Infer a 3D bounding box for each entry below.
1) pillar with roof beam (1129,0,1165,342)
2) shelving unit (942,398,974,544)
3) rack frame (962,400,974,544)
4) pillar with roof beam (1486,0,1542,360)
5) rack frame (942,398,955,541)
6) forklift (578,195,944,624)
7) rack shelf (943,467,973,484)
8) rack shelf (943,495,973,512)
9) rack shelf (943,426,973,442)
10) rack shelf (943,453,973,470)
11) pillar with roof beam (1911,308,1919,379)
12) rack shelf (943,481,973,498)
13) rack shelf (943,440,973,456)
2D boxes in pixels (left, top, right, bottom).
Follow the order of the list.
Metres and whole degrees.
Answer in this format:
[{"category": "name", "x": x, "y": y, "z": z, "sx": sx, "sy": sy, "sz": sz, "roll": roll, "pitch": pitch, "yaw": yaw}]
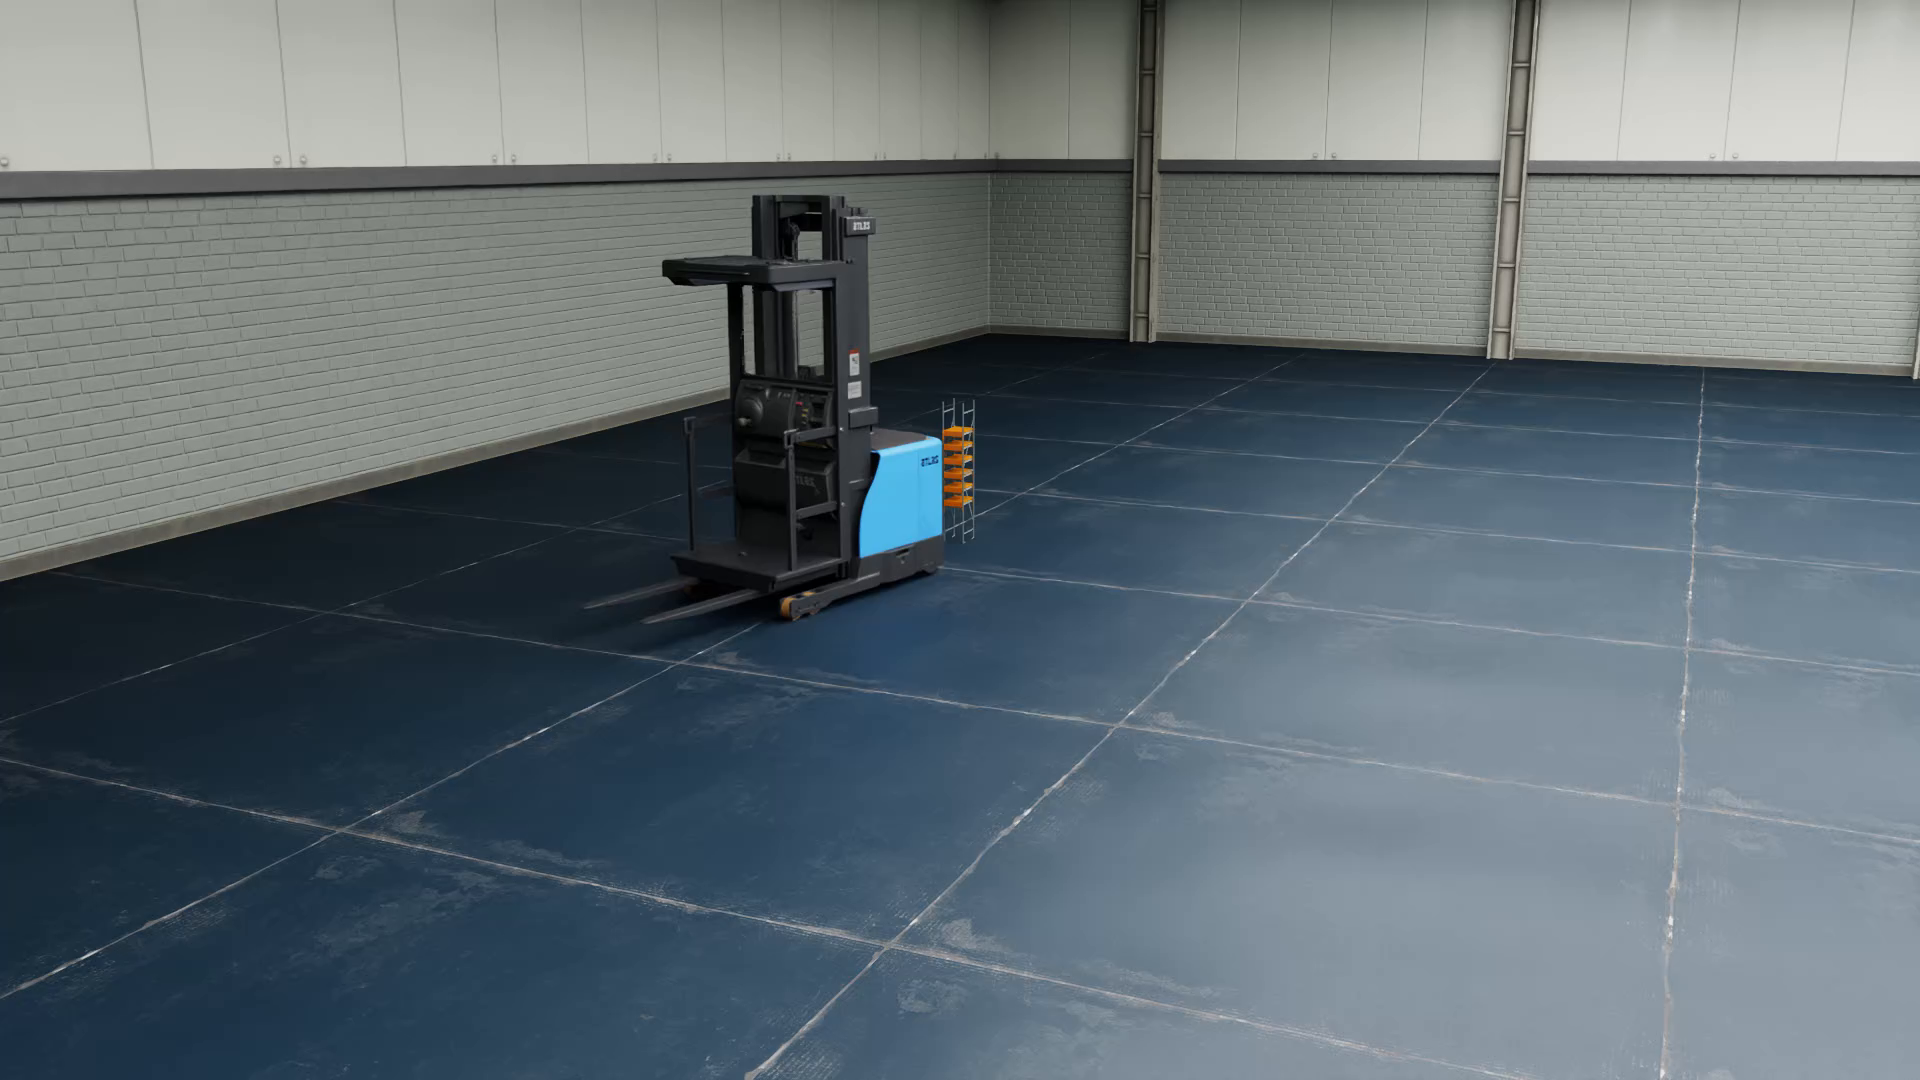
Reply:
[{"category": "pillar with roof beam", "x": 1.456, "y": -6.964, "z": 24.235, "sx": 0.400, "sy": 9.000, "sz": 9.100, "roll": 6, "pitch": 14, "yaw": 23}, {"category": "shelving unit", "x": -0.013, "y": -0.585, "z": 14.123, "sx": 0.189, "sy": 1.200, "sz": 0.258, "roll": 6, "pitch": 14, "yaw": 23}, {"category": "rack frame", "x": 0.070, "y": -0.577, "z": 14.087, "sx": 0.006, "sy": 1.200, "sz": 0.240, "roll": 6, "pitch": 14, "yaw": 23}, {"category": "pillar with roof beam", "x": 6.942, "y": -6.409, "z": 21.869, "sx": 0.400, "sy": 9.000, "sz": 9.100, "roll": 6, "pitch": 14, "yaw": 23}, {"category": "rack frame", "x": -0.097, "y": -0.594, "z": 14.160, "sx": 0.006, "sy": 1.200, "sz": 0.240, "roll": 6, "pitch": 14, "yaw": 23}, {"category": "forklift", "x": -1.419, "y": -0.981, "z": 12.018, "sx": 1.130, "sy": 2.935, "sz": 3.031, "roll": 10, "pitch": 16, "yaw": 36}, {"category": "rack shelf", "x": -0.013, "y": -0.542, "z": 14.134, "sx": 0.180, "sy": 0.103, "sz": 0.258, "roll": 6, "pitch": 14, "yaw": 23}, {"category": "rack shelf", "x": -0.013, "y": -0.309, "z": 14.188, "sx": 0.180, "sy": 0.103, "sz": 0.258, "roll": 6, "pitch": 14, "yaw": 23}, {"category": "rack shelf", "x": -0.013, "y": -0.893, "z": 14.051, "sx": 0.180, "sy": 0.103, "sz": 0.258, "roll": 6, "pitch": 14, "yaw": 23}, {"category": "rack shelf", "x": -0.013, "y": -0.659, "z": 14.106, "sx": 0.180, "sy": 0.103, "sz": 0.258, "roll": 6, "pitch": 14, "yaw": 23}, {"category": "pillar with roof beam", "x": 12.427, "y": -5.854, "z": 19.503, "sx": 0.400, "sy": 9.000, "sz": 9.100, "roll": 6, "pitch": 14, "yaw": 23}, {"category": "rack shelf", "x": -0.013, "y": -0.425, "z": 14.161, "sx": 0.180, "sy": 0.103, "sz": 0.258, "roll": 6, "pitch": 14, "yaw": 23}, {"category": "rack shelf", "x": -0.013, "y": -0.776, "z": 14.079, "sx": 0.180, "sy": 0.103, "sz": 0.258, "roll": 6, "pitch": 14, "yaw": 23}]
